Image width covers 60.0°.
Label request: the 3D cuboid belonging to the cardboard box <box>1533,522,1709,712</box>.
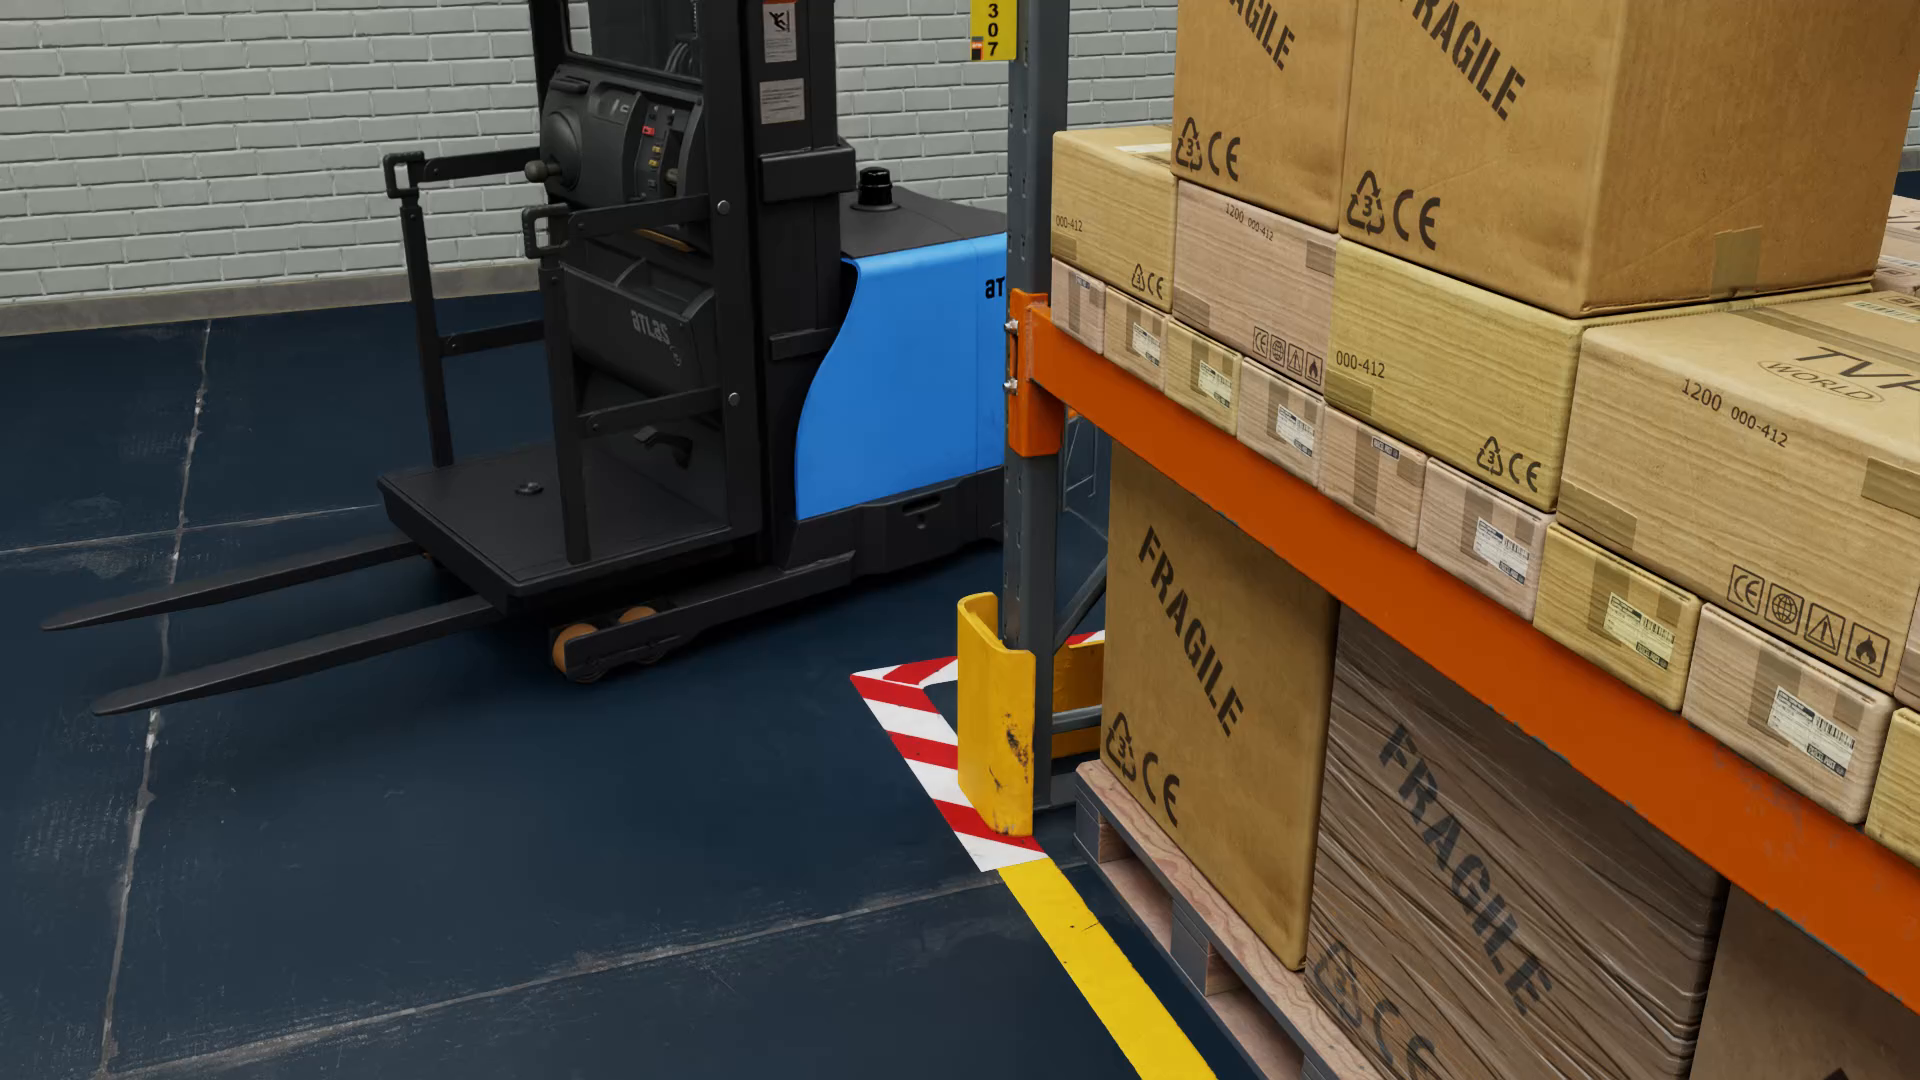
[{"bbox_3d":[0.952,0.062,2.064,0.380,0.149,0.250,-9,24,-20],"label":"cardboard box"}]

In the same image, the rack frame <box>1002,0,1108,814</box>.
[{"bbox_3d":[0.591,-0.786,3.754,1.000,3.000,0.127,-8,24,-19],"label":"rack frame"}]

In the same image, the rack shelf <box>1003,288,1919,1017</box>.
[{"bbox_3d":[1.297,0.272,2.169,1.077,0.370,4.000,-8,24,-19],"label":"rack shelf"}]

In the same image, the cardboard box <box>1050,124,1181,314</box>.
[{"bbox_3d":[0.508,-0.643,3.224,0.500,0.250,0.500,-9,24,-20],"label":"cardboard box"}]

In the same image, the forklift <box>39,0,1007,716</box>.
[{"bbox_3d":[-1.164,-1.172,4.758,3.031,2.935,1.130,-17,28,-34],"label":"forklift"}]

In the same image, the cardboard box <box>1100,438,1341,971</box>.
[{"bbox_3d":[0.892,0.221,3.559,0.875,0.875,0.875,-8,24,-19],"label":"cardboard box"}]

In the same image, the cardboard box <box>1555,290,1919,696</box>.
[{"bbox_3d":[1.061,-0.083,1.895,0.500,0.250,0.500,-9,24,-20],"label":"cardboard box"}]

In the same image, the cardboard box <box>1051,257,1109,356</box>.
[{"bbox_3d":[0.407,-0.496,3.389,0.380,0.149,0.250,-8,24,-18],"label":"cardboard box"}]

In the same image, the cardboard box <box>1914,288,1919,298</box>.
[{"bbox_3d":[1.557,-0.157,2.070,0.500,0.250,0.500,-8,24,-19],"label":"cardboard box"}]

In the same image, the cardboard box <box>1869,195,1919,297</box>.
[{"bbox_3d":[1.369,-0.345,2.518,0.500,0.250,0.500,-9,25,-21],"label":"cardboard box"}]

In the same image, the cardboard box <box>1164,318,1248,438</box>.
[{"bbox_3d":[0.590,-0.310,2.948,0.380,0.149,0.250,-9,24,-20],"label":"cardboard box"}]

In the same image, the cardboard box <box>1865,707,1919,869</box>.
[{"bbox_3d":[1.135,0.250,1.618,0.380,0.149,0.250,-9,24,-20],"label":"cardboard box"}]

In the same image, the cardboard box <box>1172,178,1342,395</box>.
[{"bbox_3d":[0.698,-0.455,2.778,0.500,0.250,0.500,-9,24,-20],"label":"cardboard box"}]

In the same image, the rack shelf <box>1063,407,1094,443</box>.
[{"bbox_3d":[0.358,-0.443,5.985,0.180,0.103,0.258,15,26,31],"label":"rack shelf"}]

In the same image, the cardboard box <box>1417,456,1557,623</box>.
[{"bbox_3d":[0.864,-0.030,2.282,0.380,0.149,0.250,-9,24,-20],"label":"cardboard box"}]

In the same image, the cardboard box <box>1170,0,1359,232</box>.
[{"bbox_3d":[0.684,-0.807,2.647,0.500,0.500,0.500,-9,24,-20],"label":"cardboard box"}]

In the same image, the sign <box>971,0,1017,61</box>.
[{"bbox_3d":[0.069,-1.148,3.395,0.100,0.325,0.005,-8,24,-19],"label":"sign"}]

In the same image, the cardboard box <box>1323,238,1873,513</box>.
[{"bbox_3d":[0.872,-0.272,2.343,0.500,0.250,0.500,-9,25,-21],"label":"cardboard box"}]

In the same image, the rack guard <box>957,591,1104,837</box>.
[{"bbox_3d":[0.582,0.357,4.260,1.175,0.500,0.348,-8,24,-19],"label":"rack guard"}]

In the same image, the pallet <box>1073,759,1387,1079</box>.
[{"bbox_3d":[0.946,0.778,3.632,1.003,0.211,1.213,-8,24,-19],"label":"pallet"}]

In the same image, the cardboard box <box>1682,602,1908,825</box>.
[{"bbox_3d":[1.046,0.157,1.838,0.380,0.149,0.250,-8,24,-18],"label":"cardboard box"}]

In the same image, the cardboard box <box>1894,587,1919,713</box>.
[{"bbox_3d":[1.237,0.101,1.457,0.500,0.250,0.500,-8,24,-18],"label":"cardboard box"}]

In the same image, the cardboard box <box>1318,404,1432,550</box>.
[{"bbox_3d":[0.772,-0.123,2.504,0.380,0.149,0.250,-9,24,-20],"label":"cardboard box"}]

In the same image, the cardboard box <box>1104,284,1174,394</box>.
[{"bbox_3d":[0.499,-0.403,3.169,0.380,0.149,0.250,-9,24,-20],"label":"cardboard box"}]

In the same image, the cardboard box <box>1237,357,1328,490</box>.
[{"bbox_3d":[0.683,-0.216,2.723,0.380,0.149,0.250,-9,24,-20],"label":"cardboard box"}]

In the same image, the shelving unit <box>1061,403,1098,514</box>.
[{"bbox_3d":[0.359,-0.706,5.877,0.189,1.200,0.258,15,26,31],"label":"shelving unit"}]

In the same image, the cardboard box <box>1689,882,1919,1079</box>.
[{"bbox_3d":[1.528,0.875,2.008,0.875,0.875,0.875,-8,24,-19],"label":"cardboard box"}]

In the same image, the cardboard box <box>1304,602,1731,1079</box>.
[{"bbox_3d":[1.213,0.551,2.775,0.875,0.875,0.875,-8,24,-19],"label":"cardboard box"}]

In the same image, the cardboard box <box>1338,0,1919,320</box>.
[{"bbox_3d":[0.873,-0.619,2.202,0.500,0.500,0.500,-9,24,-20],"label":"cardboard box"}]

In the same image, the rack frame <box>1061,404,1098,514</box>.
[{"bbox_3d":[0.435,-0.686,5.830,0.006,1.200,0.240,15,26,31],"label":"rack frame"}]
